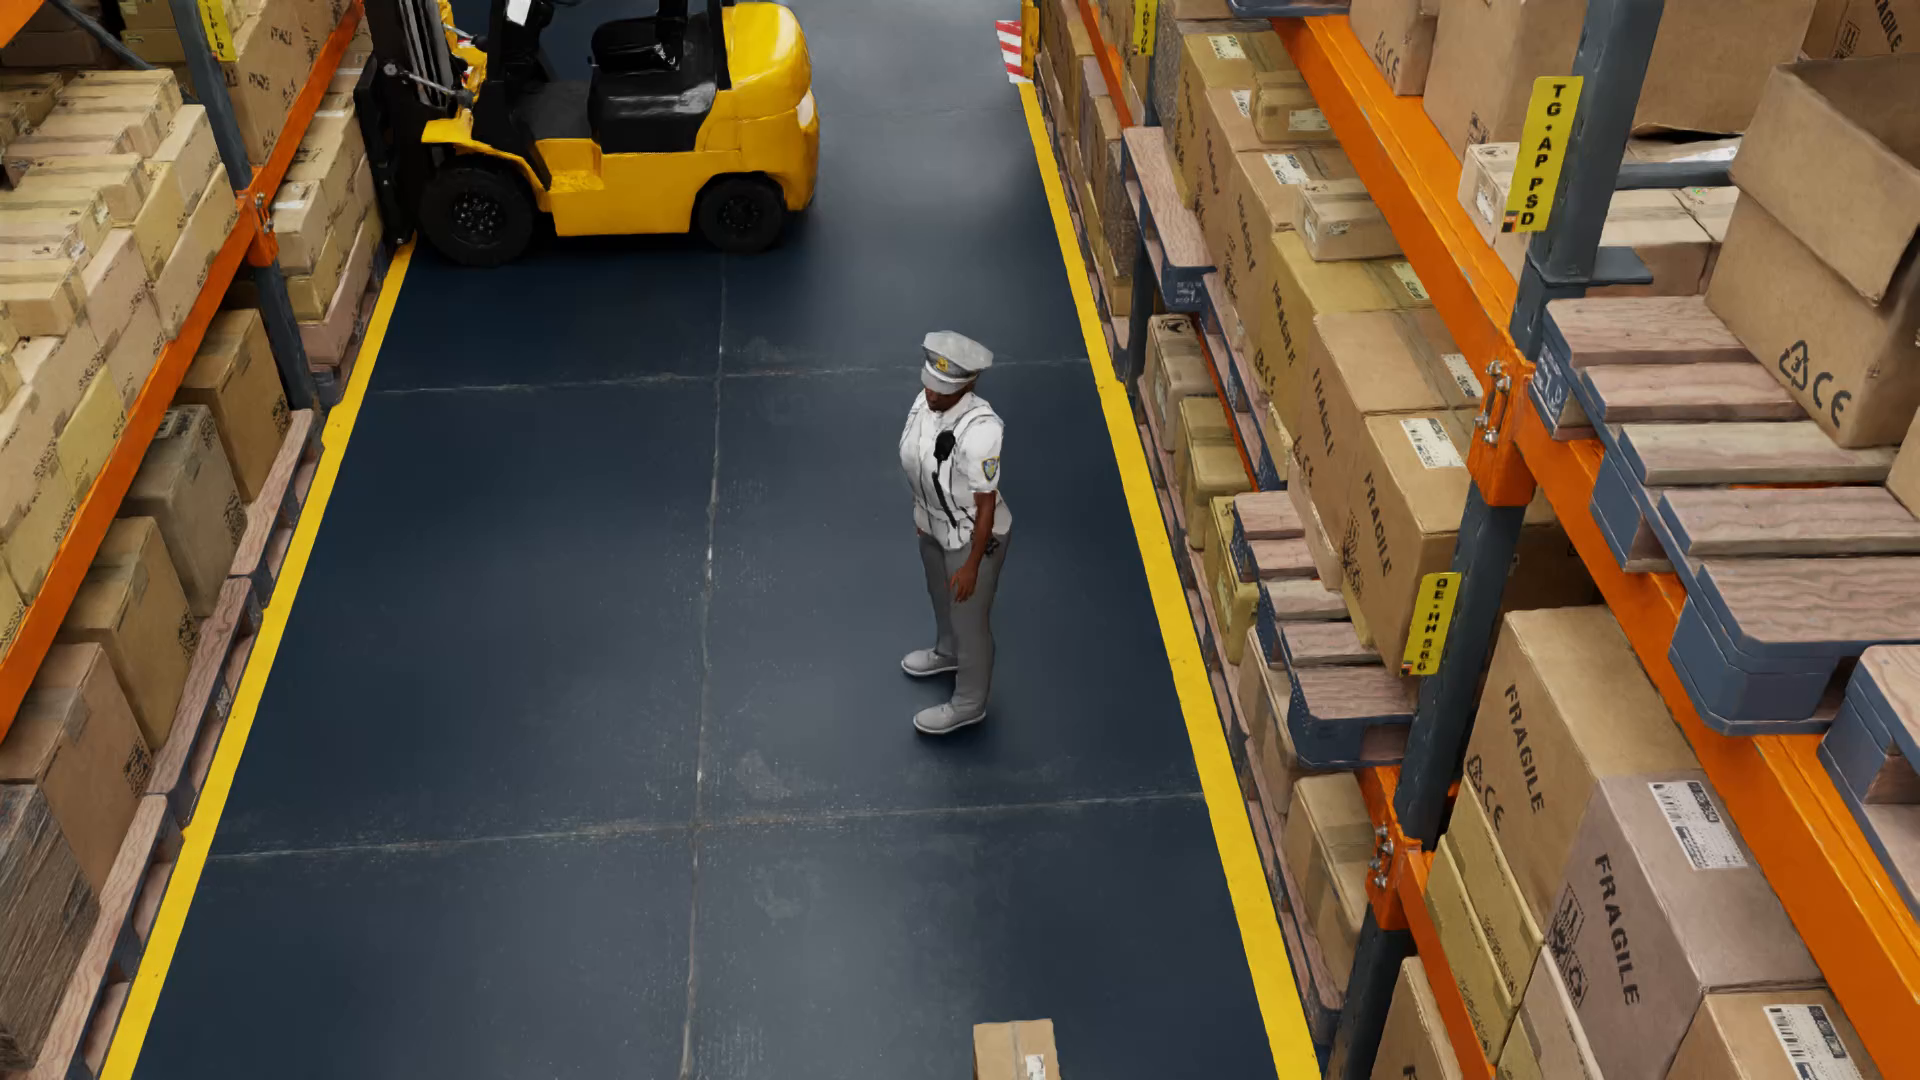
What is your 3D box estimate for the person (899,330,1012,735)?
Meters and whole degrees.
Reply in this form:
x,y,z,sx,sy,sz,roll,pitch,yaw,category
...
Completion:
x,y,z,sx,sy,sz,roll,pitch,yaw,category
-0.060,-0.026,6.133,0.430,1.685,0.519,-23,44,-25,person
